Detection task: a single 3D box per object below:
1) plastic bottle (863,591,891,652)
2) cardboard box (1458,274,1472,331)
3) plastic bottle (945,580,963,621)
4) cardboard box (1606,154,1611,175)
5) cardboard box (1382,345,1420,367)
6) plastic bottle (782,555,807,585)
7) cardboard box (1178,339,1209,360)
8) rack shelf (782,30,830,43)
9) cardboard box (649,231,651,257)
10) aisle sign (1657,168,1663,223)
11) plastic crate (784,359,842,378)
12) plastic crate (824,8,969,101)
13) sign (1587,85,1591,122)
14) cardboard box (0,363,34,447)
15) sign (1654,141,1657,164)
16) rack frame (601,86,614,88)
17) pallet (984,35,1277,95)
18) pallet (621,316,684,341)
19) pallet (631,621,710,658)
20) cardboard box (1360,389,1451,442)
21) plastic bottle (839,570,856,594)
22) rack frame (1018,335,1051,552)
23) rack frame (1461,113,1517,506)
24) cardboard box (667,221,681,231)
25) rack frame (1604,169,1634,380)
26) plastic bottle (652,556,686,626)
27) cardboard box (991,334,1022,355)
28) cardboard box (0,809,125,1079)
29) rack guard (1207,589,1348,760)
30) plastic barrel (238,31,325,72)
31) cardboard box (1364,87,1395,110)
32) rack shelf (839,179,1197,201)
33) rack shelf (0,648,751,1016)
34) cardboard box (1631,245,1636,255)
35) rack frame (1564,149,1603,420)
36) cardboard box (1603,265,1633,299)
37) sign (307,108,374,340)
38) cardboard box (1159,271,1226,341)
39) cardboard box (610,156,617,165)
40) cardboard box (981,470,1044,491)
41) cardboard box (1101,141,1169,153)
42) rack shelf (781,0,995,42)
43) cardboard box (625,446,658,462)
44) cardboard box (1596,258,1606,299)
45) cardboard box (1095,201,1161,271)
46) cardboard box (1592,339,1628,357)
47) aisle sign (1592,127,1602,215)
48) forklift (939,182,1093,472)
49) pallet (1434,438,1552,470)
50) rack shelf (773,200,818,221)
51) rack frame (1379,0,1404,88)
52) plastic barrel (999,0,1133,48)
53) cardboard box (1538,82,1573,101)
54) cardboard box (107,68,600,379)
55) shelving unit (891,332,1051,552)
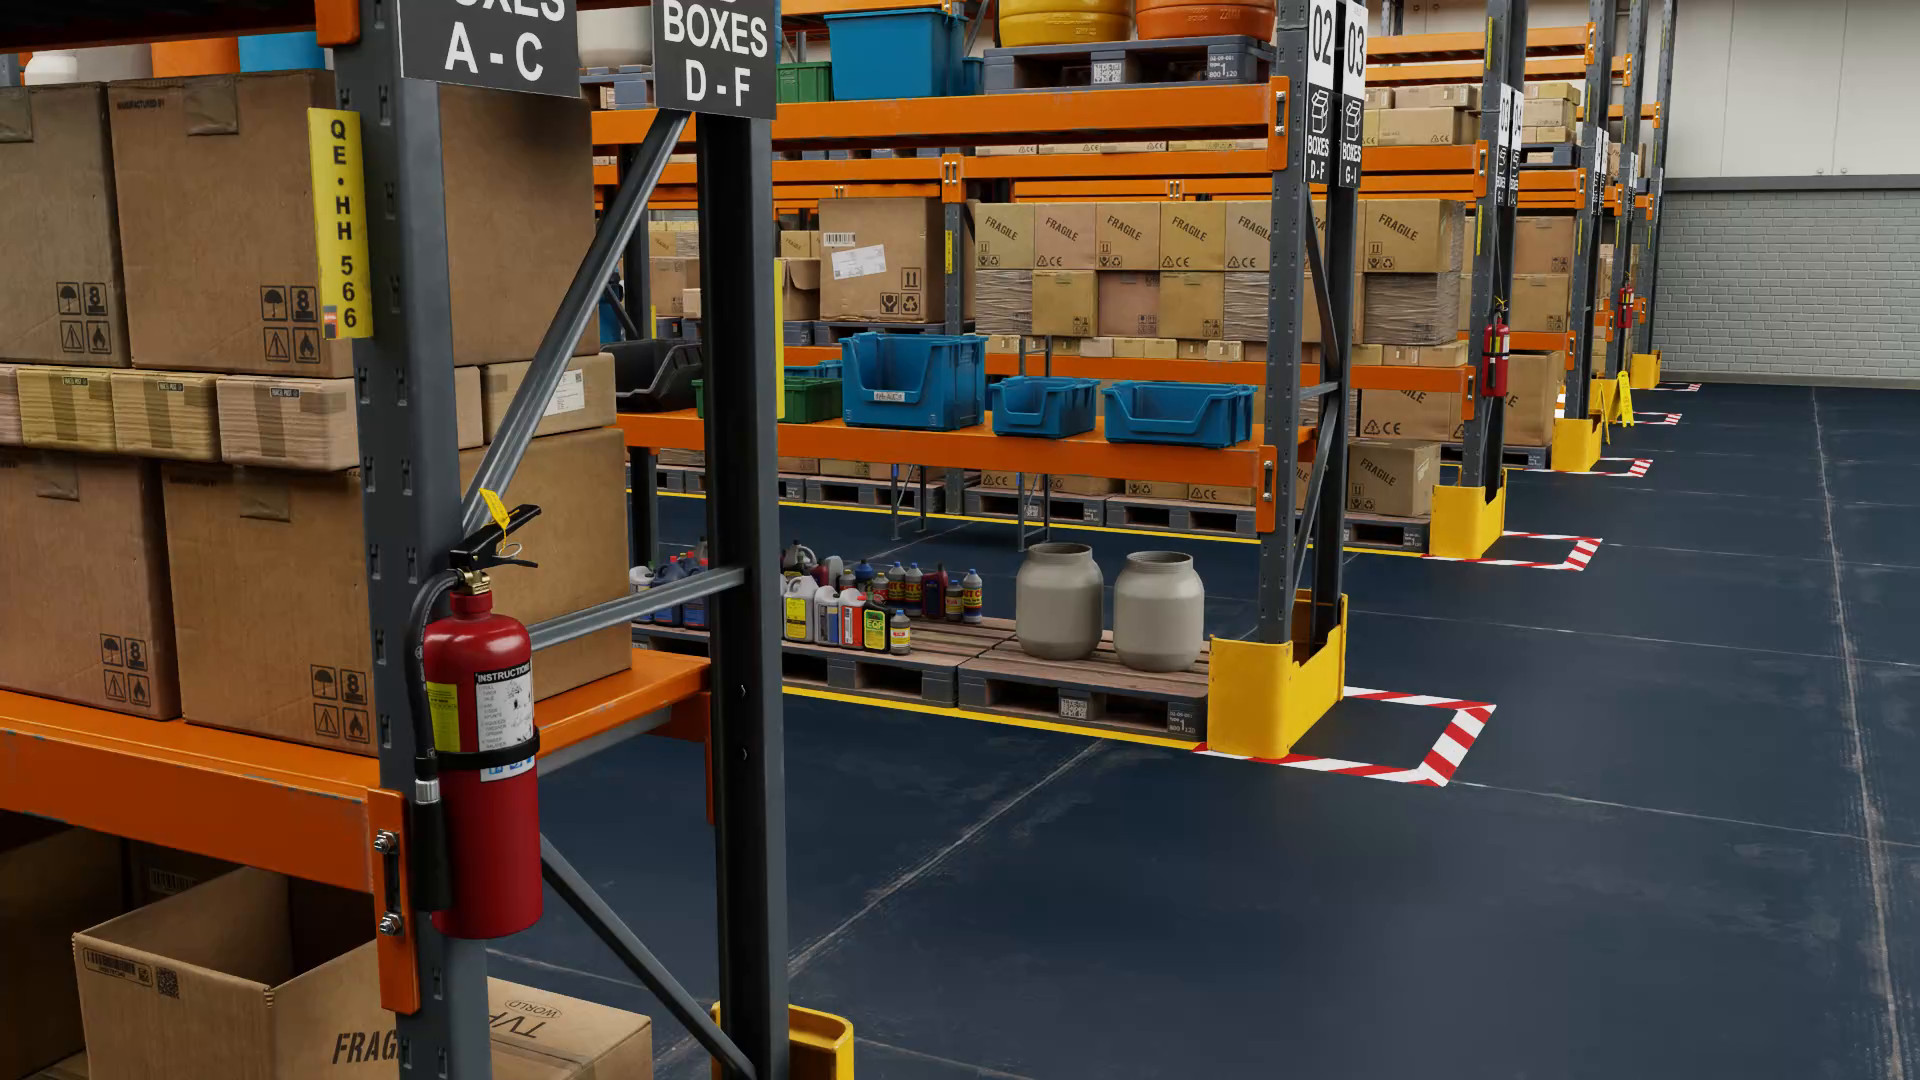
[{"bbox_3d":[-0.401,0.393,8.030,0.133,0.283,0.061,5,12,27],"label":"plastic bottle"},{"bbox_3d":[5.173,-2.357,16.412,0.550,0.550,0.875,5,11,26],"label":"cardboard box"},{"bbox_3d":[-0.029,0.313,8.700,0.097,0.201,0.097,0,10,0],"label":"plastic bottle"},{"bbox_3d":[7.796,-4.651,20.670,0.500,0.250,0.500,5,11,25],"label":"cardboard box"},{"bbox_3d":[3.173,-1.323,11.825,0.250,0.149,0.380,5,11,26],"label":"cardboard box"},{"bbox_3d":[-0.890,0.222,8.973,0.133,0.283,0.061,5,11,26],"label":"plastic bottle"},{"bbox_3d":[1.812,-1.436,12.446,0.250,0.149,0.380,5,11,26],"label":"cardboard box"},{"bbox_3d":[-2.233,-9.150,30.207,4.000,0.370,1.077,5,11,26],"label":"rack shelf"},{"bbox_3d":[-4.984,-4.660,26.468,0.500,0.500,0.500,5,11,25],"label":"cardboard box"},{"bbox_3d":[10.251,-5.041,24.358,0.004,0.787,0.394,5,11,26],"label":"aisle sign"},{"bbox_3d":[-0.922,-0.845,8.893,0.616,0.251,0.499,5,11,26],"label":"plastic crate"},{"bbox_3d":[-0.291,-2.217,7.679,0.575,0.384,0.392,5,11,26],"label":"plastic crate"},{"bbox_3d":[5.777,-4.009,15.272,0.005,0.325,0.100,5,11,26],"label":"sign"},{"bbox_3d":[-1.759,-0.285,3.278,0.250,0.149,0.380,5,11,27],"label":"cardboard box"},{"bbox_3d":[10.069,-5.601,24.066,0.005,0.325,0.100,5,11,26],"label":"sign"},{"bbox_3d":[-2.035,-3.914,8.588,0.127,3.000,1.000,5,11,26],"label":"rack frame"},{"bbox_3d":[0.854,-2.110,7.576,1.213,0.211,1.003,5,11,26],"label":"pallet"},{"bbox_3d":[-2.744,-1.934,15.035,1.003,0.211,1.213,5,11,26],"label":"pallet"},{"bbox_3d":[-1.451,0.470,9.041,1.213,0.211,1.003,5,11,26],"label":"pallet"},{"bbox_3d":[4.602,-1.495,16.854,0.875,0.875,0.875,5,11,25],"label":"cardboard box"},{"bbox_3d":[-0.606,0.262,8.980,0.097,0.201,0.097,0,10,0],"label":"plastic bottle"},{"bbox_3d":[0.532,-0.691,11.838,0.032,1.500,0.500,5,11,26],"label":"rack frame"},{"bbox_3d":[3.744,-1.438,11.751,0.127,3.000,1.000,5,11,26],"label":"rack frame"},{"bbox_3d":[-4.395,-4.928,26.124,0.250,0.149,0.380,5,11,26],"label":"cardboard box"},{"bbox_3d":[8.129,-3.020,20.496,0.127,3.000,1.000,5,11,26],"label":"rack frame"},{"bbox_3d":[-1.495,0.255,8.601,0.185,0.351,0.144,5,12,27],"label":"plastic bottle"},{"bbox_3d":[0.435,-1.542,13.035,0.250,0.149,0.380,5,11,26],"label":"cardboard box"},{"bbox_3d":[-2.159,0.850,3.545,0.500,0.500,0.500,5,11,26],"label":"cardboard box"},{"bbox_3d":[1.463,0.585,7.594,0.348,0.500,1.175,5,11,26],"label":"rack guard"},{"bbox_3d":[-3.760,-2.793,9.409,0.708,0.901,0.600,5,11,26],"label":"plastic barrel"},{"bbox_3d":[2.881,-3.051,11.546,0.250,0.149,0.380,4,11,23],"label":"cardboard box"},{"bbox_3d":[0.648,-3.817,18.493,4.000,0.370,1.077,5,11,26],"label":"rack shelf"},{"bbox_3d":[-2.436,0.341,3.946,4.000,0.370,1.077,5,11,26],"label":"rack shelf"},{"bbox_3d":[9.907,-4.323,24.755,0.250,0.149,0.380,5,11,26],"label":"cardboard box"},{"bbox_3d":[6.029,-2.222,16.084,0.127,3.000,1.000,5,11,26],"label":"rack frame"},{"bbox_3d":[9.764,-3.859,24.851,0.500,0.500,0.500,5,11,25],"label":"cardboard box"},{"bbox_3d":[-0.895,-0.457,2.414,0.005,0.325,0.100,5,11,26],"label":"sign"},{"bbox_3d":[1.889,-1.789,12.575,0.500,0.500,0.875,5,11,26],"label":"cardboard box"},{"bbox_3d":[-2.661,-3.352,14.327,0.500,0.250,0.500,5,12,27],"label":"cardboard box"},{"bbox_3d":[0.498,-0.692,13.468,0.500,0.500,0.500,5,11,24],"label":"cardboard box"},{"bbox_3d":[1.365,-2.997,12.365,0.500,0.250,0.500,5,11,24],"label":"cardboard box"},{"bbox_3d":[-1.637,-4.312,13.929,4.000,0.370,1.077,5,11,26],"label":"rack shelf"},{"bbox_3d":[-2.821,-1.005,15.143,0.500,0.500,0.700,4,11,23],"label":"cardboard box"},{"bbox_3d":[7.827,-3.298,20.912,0.500,0.500,0.500,5,11,25],"label":"cardboard box"},{"bbox_3d":[1.345,-2.286,12.513,0.500,0.500,0.500,5,11,26],"label":"cardboard box"},{"bbox_3d":[9.747,-2.901,24.977,0.500,0.250,0.500,5,11,25],"label":"cardboard box"},{"bbox_3d":[5.960,-3.448,15.557,0.004,0.787,0.394,5,11,26],"label":"aisle sign"},{"bbox_3d":[-0.321,-2.061,15.390,3.031,2.935,1.130,5,11,25],"label":"forklift"},{"bbox_3d":[5.277,-0.900,16.611,1.213,0.211,1.003,5,11,26],"label":"pallet"},{"bbox_3d":[-0.839,-4.930,24.647,4.000,0.370,1.077,5,11,26],"label":"rack shelf"},{"bbox_3d":[6.735,-7.081,26.085,0.127,3.000,1.000,5,11,26],"label":"rack frame"},{"bbox_3d":[0.474,-2.491,7.443,0.600,0.588,0.600,0,10,0],"label":"plastic barrel"},{"bbox_3d":[5.577,-4.195,15.569,0.250,0.149,0.380,5,11,26],"label":"cardboard box"},{"bbox_3d":[-1.103,-0.586,3.124,0.500,0.500,0.700,5,11,26],"label":"cardboard box"},{"bbox_3d":[0.077,-0.731,12.060,1.048,1.500,0.538,5,11,26],"label":"shelving unit"}]
